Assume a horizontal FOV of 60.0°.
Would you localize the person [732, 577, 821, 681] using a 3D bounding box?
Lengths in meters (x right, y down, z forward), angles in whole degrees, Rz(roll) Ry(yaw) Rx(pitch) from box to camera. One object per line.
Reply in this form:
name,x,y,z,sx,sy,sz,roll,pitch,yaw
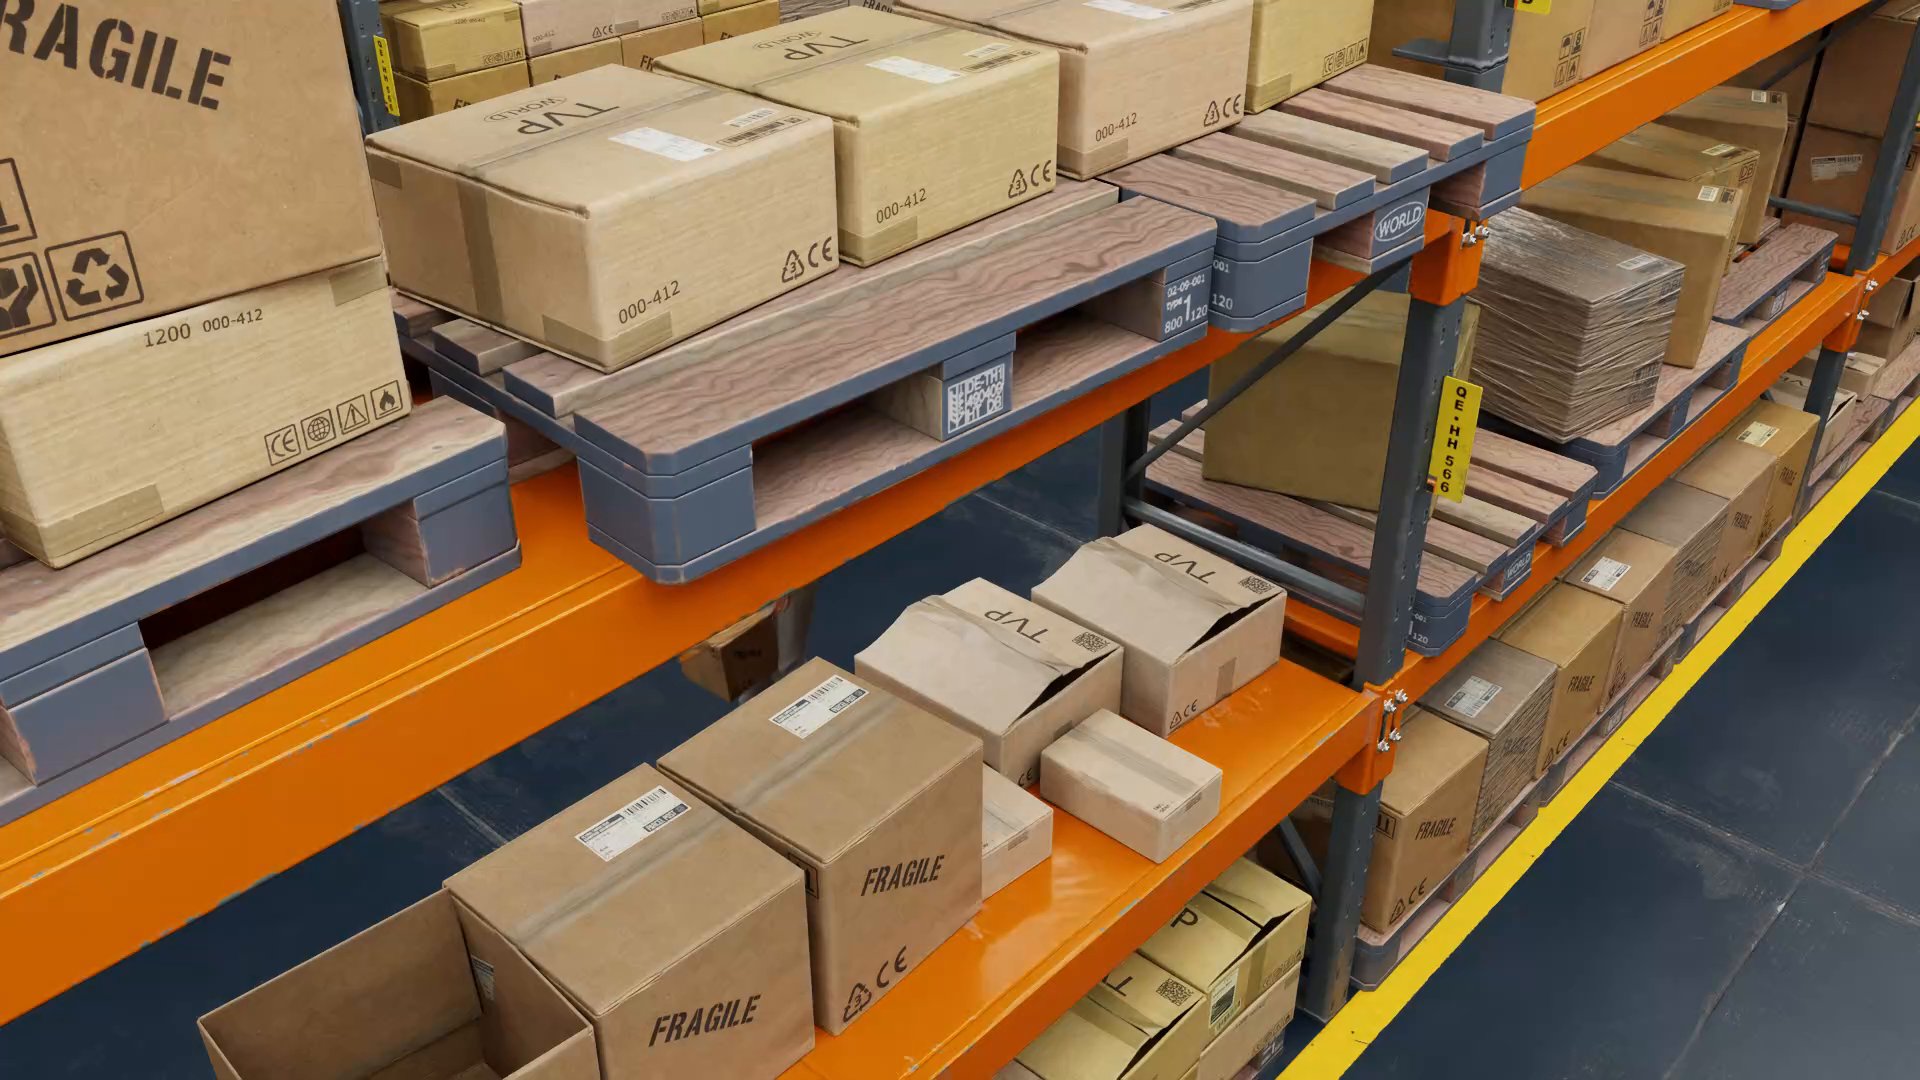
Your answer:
person,-0.695,0.103,5.964,0.476,1.675,0.415,24,39,34
